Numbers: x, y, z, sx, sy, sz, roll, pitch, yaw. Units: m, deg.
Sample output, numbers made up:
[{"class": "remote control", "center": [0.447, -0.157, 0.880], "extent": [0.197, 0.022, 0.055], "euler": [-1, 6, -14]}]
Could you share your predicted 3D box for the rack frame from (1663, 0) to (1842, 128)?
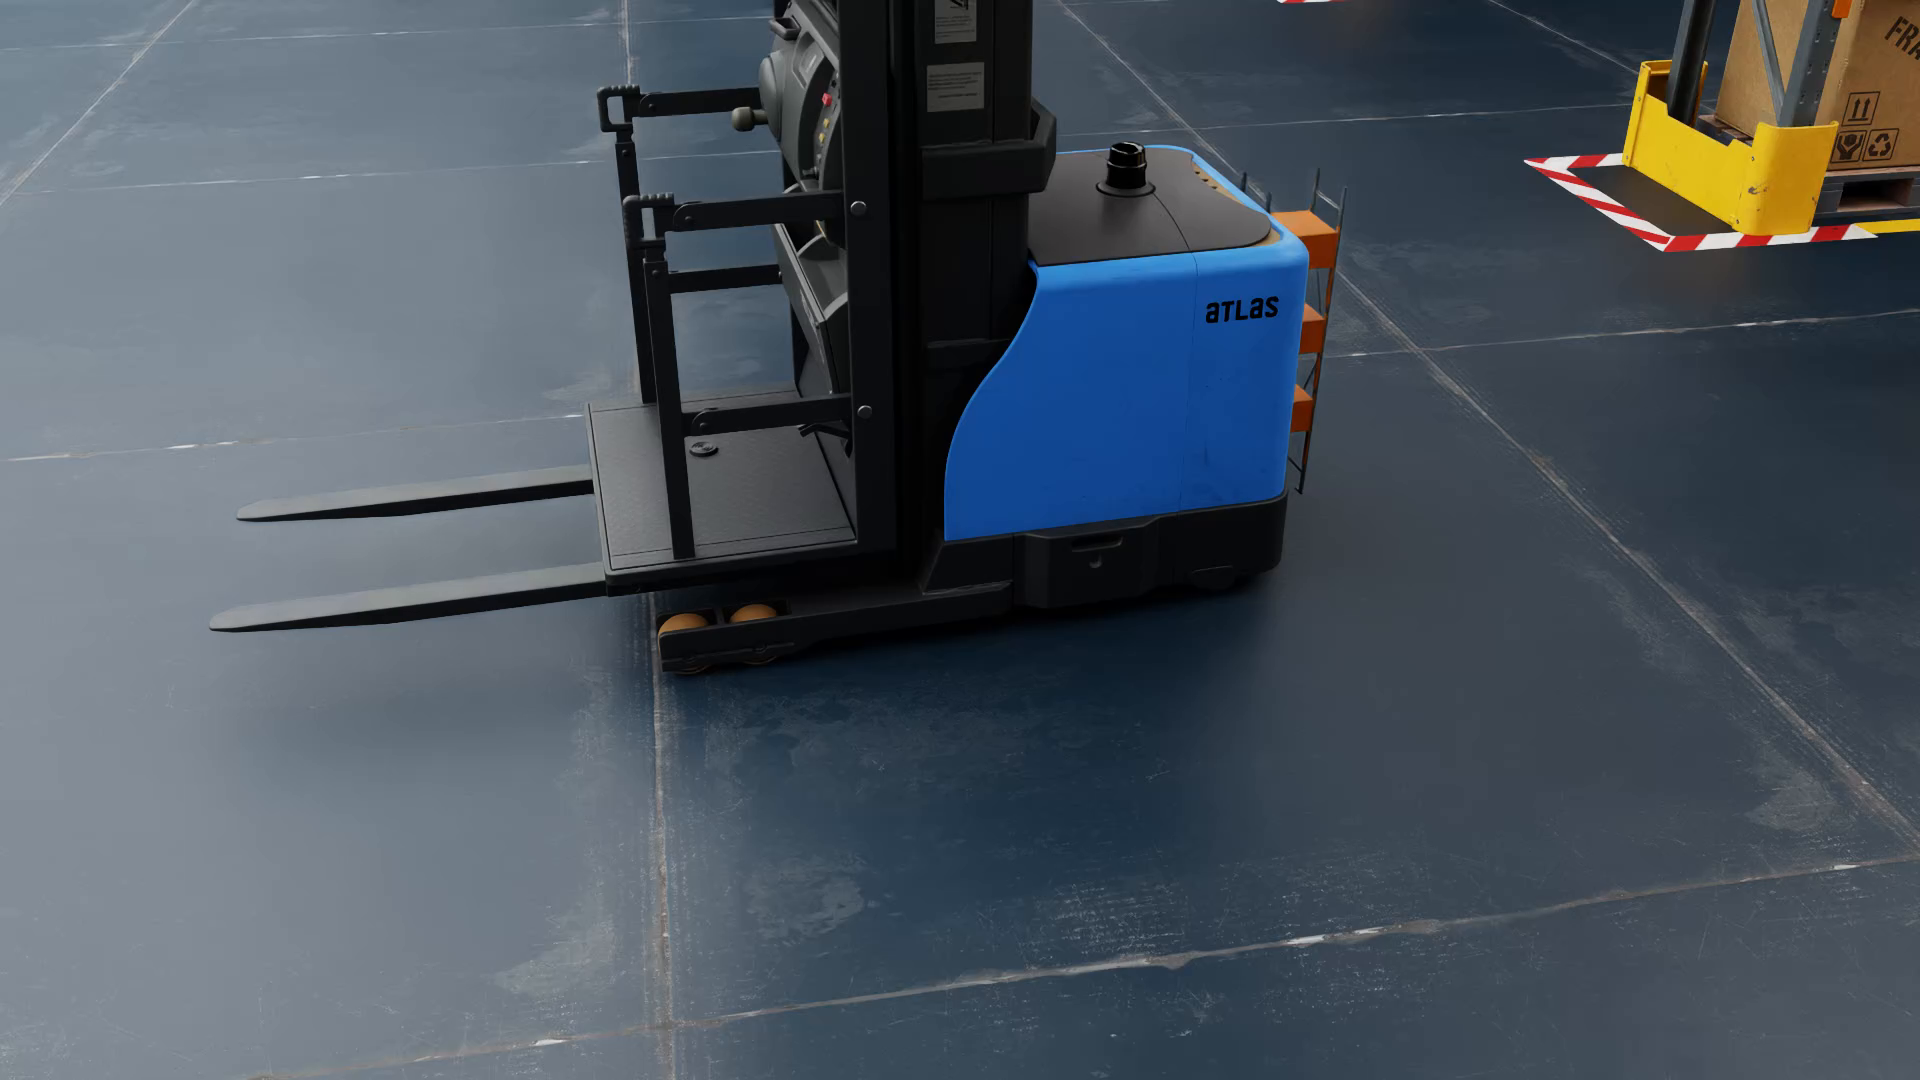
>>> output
[{"class": "rack frame", "center": [3.691, -2.987, 7.371], "extent": [0.127, 3.000, 1.000], "euler": [-5, 31, -9]}]

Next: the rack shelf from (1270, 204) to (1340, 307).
[{"class": "rack shelf", "center": [1.005, -0.873, 5.151], "extent": [0.240, 0.259, 0.215], "euler": [-7, 32, -14]}]

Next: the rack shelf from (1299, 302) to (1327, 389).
[{"class": "rack shelf", "center": [0.999, -0.629, 5.298], "extent": [0.240, 0.259, 0.215], "euler": [-7, 32, -14]}]

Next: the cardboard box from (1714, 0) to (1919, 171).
[{"class": "cardboard box", "center": [4.346, -2.347, 7.964], "extent": [0.875, 0.875, 0.875], "euler": [-5, 31, -9]}]

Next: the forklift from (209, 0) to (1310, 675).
[{"class": "forklift", "center": [-0.605, -1.186, 4.376], "extent": [3.031, 2.935, 1.130], "euler": [-7, 31, -12]}]

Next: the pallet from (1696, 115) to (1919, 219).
[{"class": "pallet", "center": [4.464, -1.897, 8.268], "extent": [1.213, 0.211, 1.003], "euler": [-5, 31, -9]}]

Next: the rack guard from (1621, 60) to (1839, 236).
[{"class": "rack guard", "center": [3.668, -1.907, 8.001], "extent": [0.348, 0.500, 1.175], "euler": [-5, 31, -9]}]

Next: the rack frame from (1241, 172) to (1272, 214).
[{"class": "rack frame", "center": [0.882, -0.624, 5.264], "extent": [0.008, 1.050, 0.200], "euler": [-7, 32, -14]}]

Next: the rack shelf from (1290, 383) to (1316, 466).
[{"class": "rack shelf", "center": [0.993, -0.391, 5.441], "extent": [0.240, 0.259, 0.215], "euler": [-7, 32, -14]}]

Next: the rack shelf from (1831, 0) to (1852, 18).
[{"class": "rack shelf", "center": [5.659, -2.860, 7.864], "extent": [4.000, 0.370, 1.077], "euler": [-5, 31, -9]}]

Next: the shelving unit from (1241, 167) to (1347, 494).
[{"class": "shelving unit", "center": [0.999, -0.638, 5.292], "extent": [0.252, 1.050, 0.215], "euler": [-7, 32, -14]}]

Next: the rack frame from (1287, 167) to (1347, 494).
[{"class": "rack frame", "center": [1.117, -0.653, 5.321], "extent": [0.008, 1.050, 0.200], "euler": [-7, 32, -14]}]
